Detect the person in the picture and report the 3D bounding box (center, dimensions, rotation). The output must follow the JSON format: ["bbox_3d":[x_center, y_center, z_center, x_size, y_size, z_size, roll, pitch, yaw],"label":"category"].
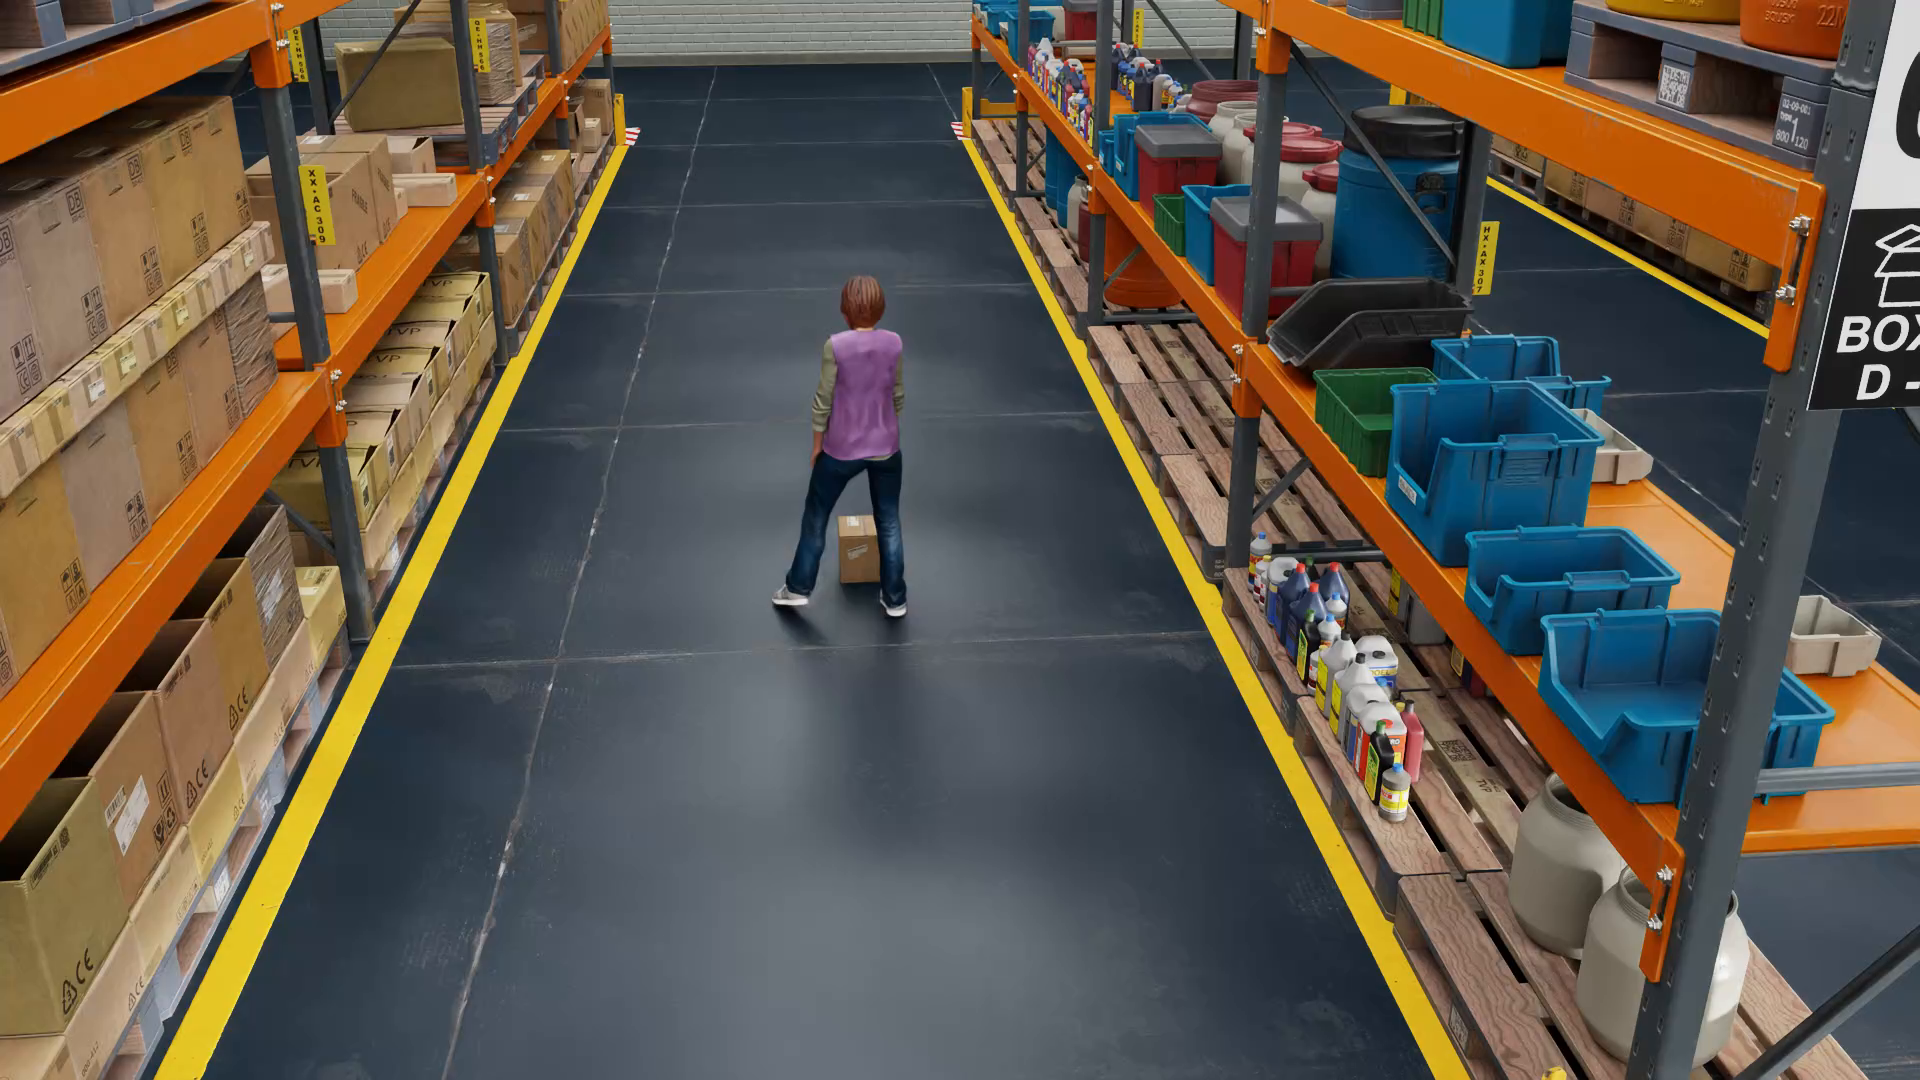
[{"bbox_3d":[-0.546,-0.395,7.486,0.608,1.579,0.435,-7,25,-16],"label":"person"}]
